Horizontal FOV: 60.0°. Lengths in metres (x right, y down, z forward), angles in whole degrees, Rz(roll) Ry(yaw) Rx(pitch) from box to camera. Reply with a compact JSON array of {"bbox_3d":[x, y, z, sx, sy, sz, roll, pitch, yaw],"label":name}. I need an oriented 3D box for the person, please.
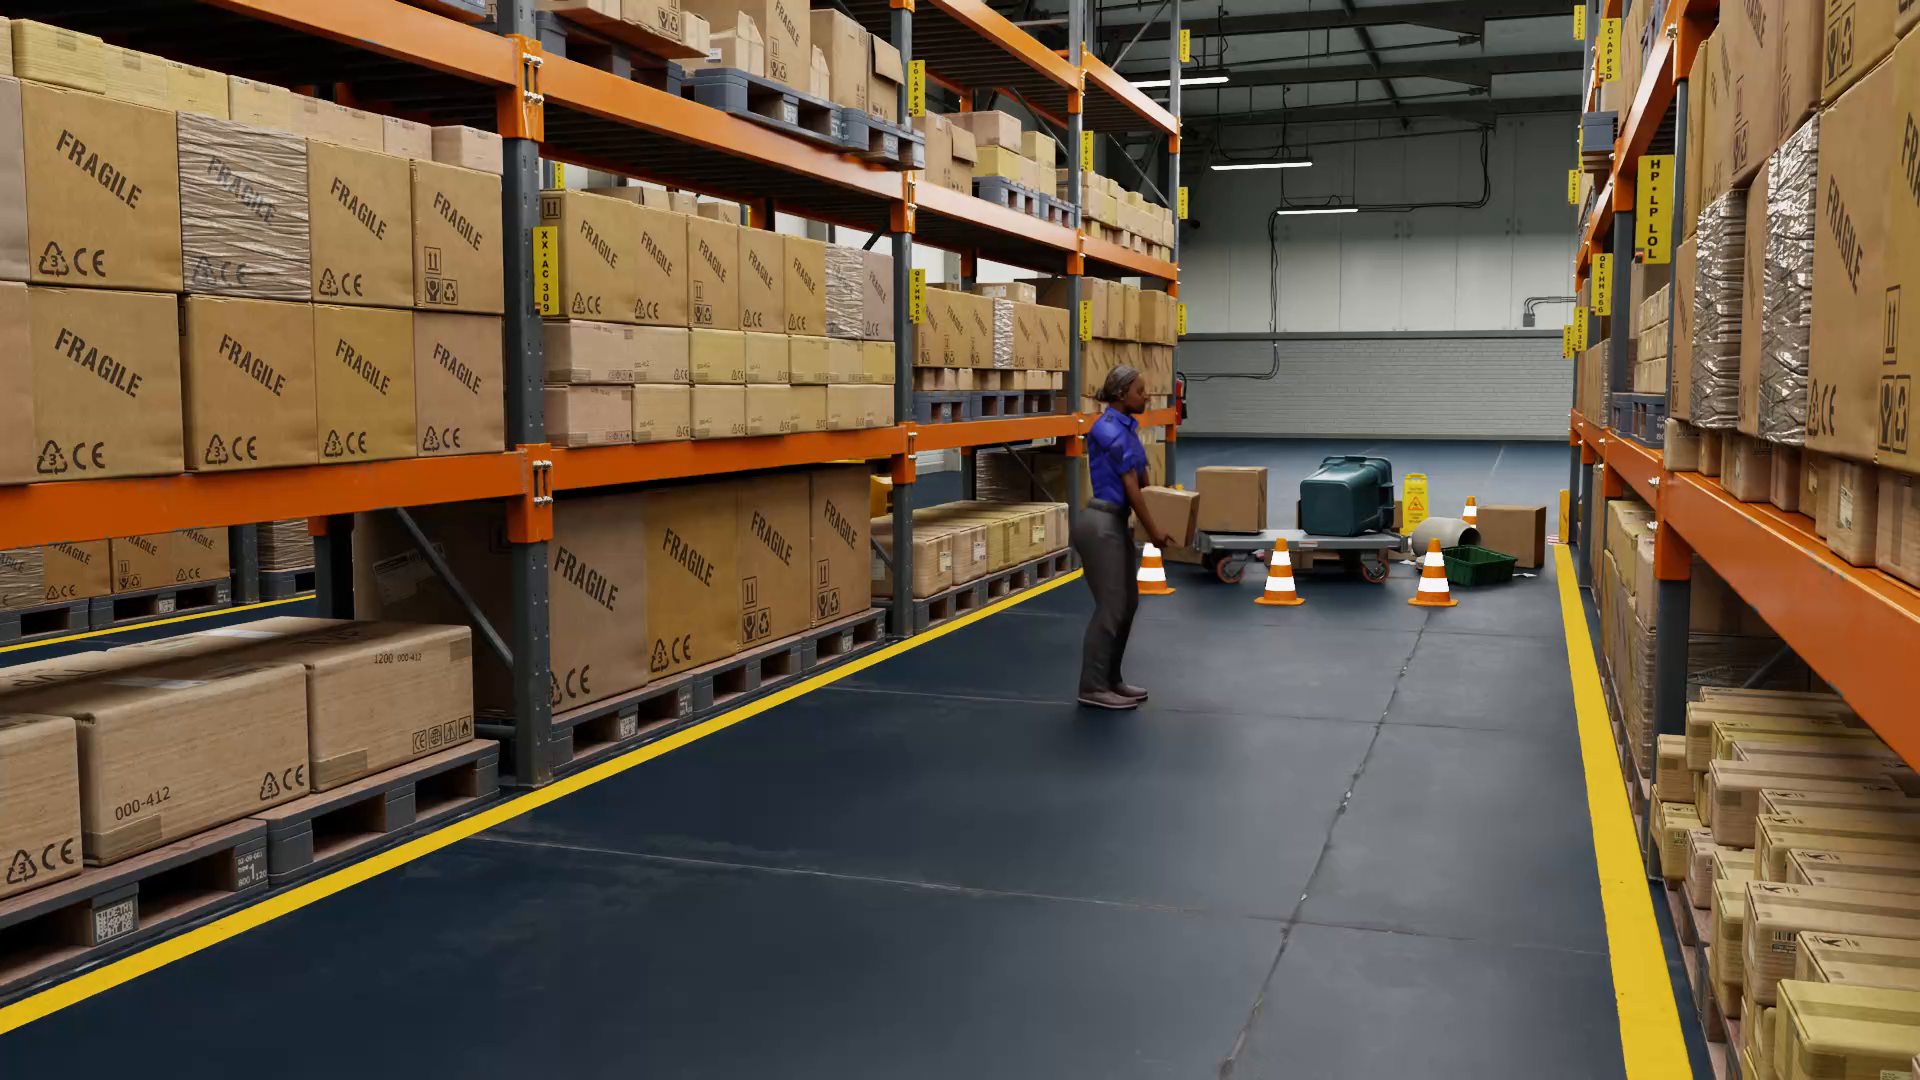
[{"bbox_3d":[0.817,-0.019,8.061,0.522,1.652,0.413,2,6,18],"label":"person"}]
